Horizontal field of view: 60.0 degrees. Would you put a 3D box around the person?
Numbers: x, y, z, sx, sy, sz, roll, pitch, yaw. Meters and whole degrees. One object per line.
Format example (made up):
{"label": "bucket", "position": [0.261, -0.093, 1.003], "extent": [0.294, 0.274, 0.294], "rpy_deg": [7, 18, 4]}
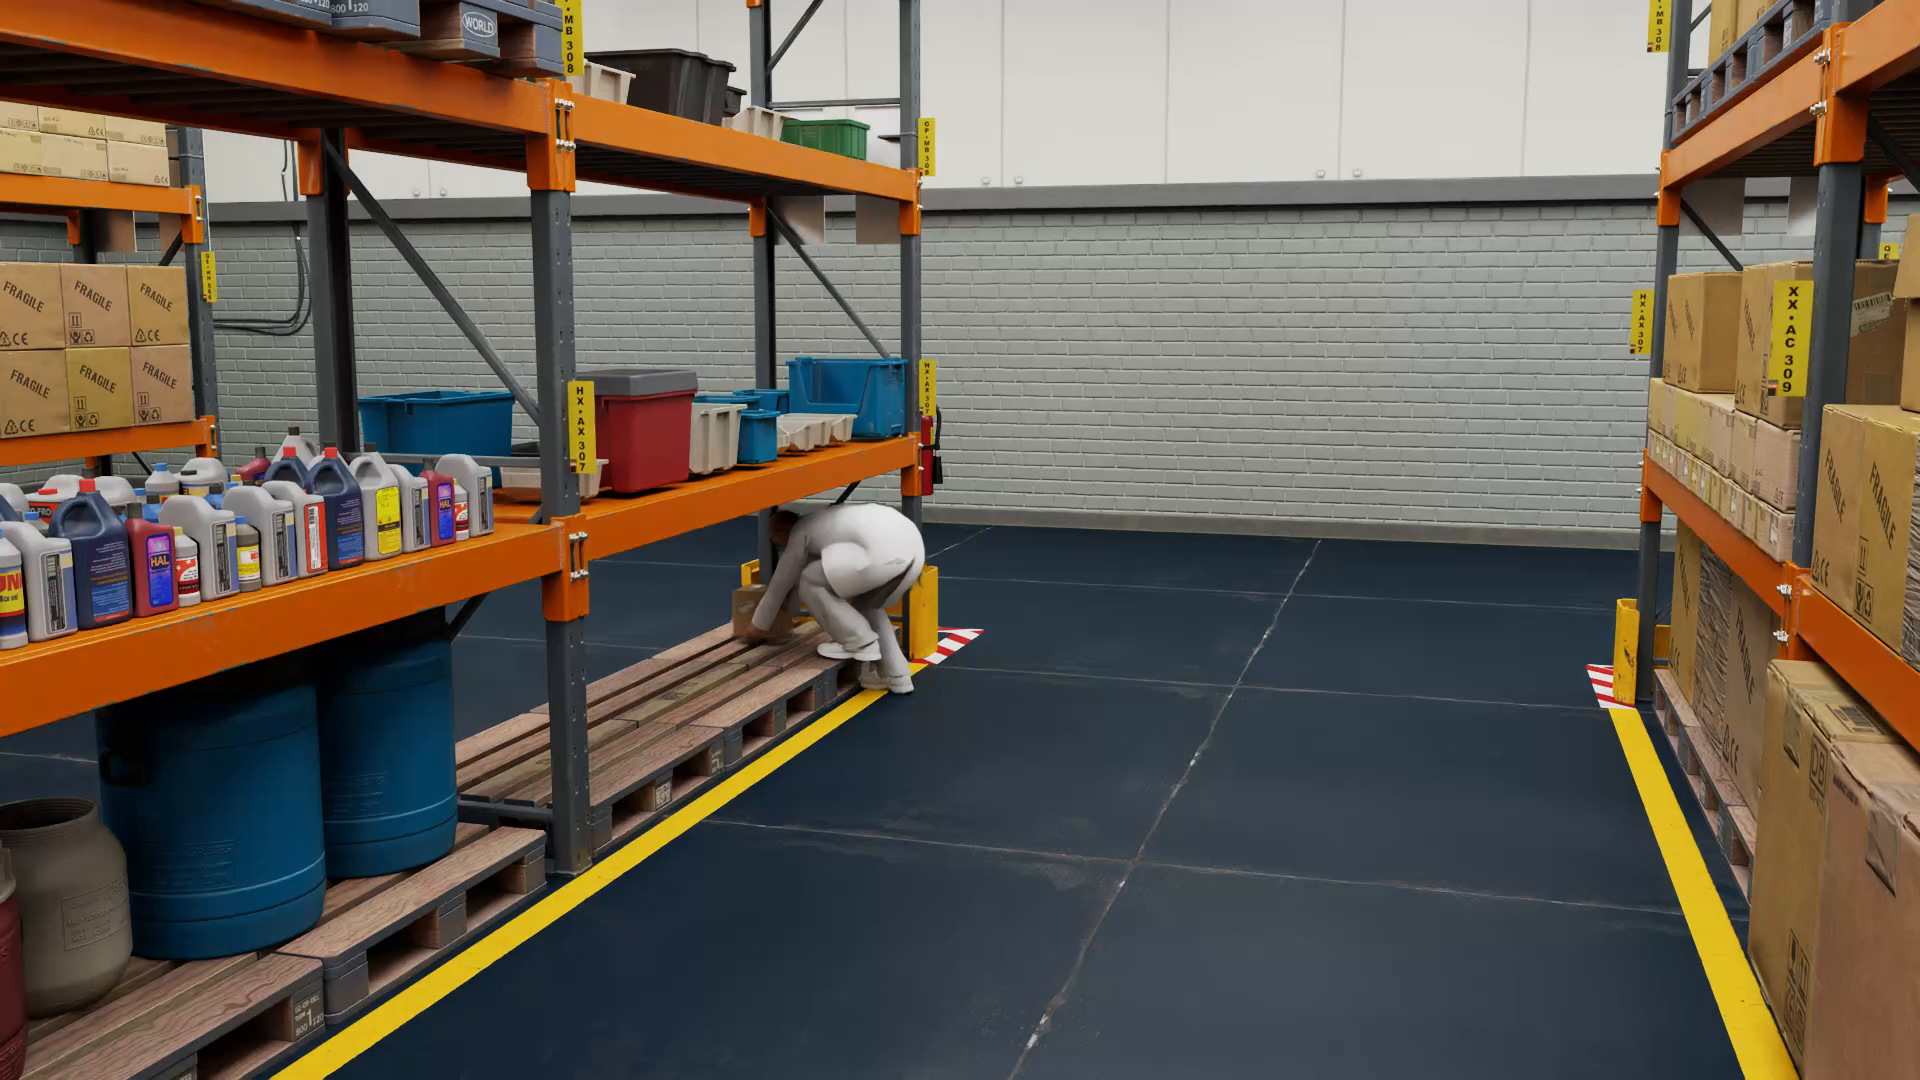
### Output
{"label": "person", "position": [-0.726, 0.300, 8.951], "extent": [1.163, 1.017, 0.600], "rpy_deg": [5, 9, 30]}
